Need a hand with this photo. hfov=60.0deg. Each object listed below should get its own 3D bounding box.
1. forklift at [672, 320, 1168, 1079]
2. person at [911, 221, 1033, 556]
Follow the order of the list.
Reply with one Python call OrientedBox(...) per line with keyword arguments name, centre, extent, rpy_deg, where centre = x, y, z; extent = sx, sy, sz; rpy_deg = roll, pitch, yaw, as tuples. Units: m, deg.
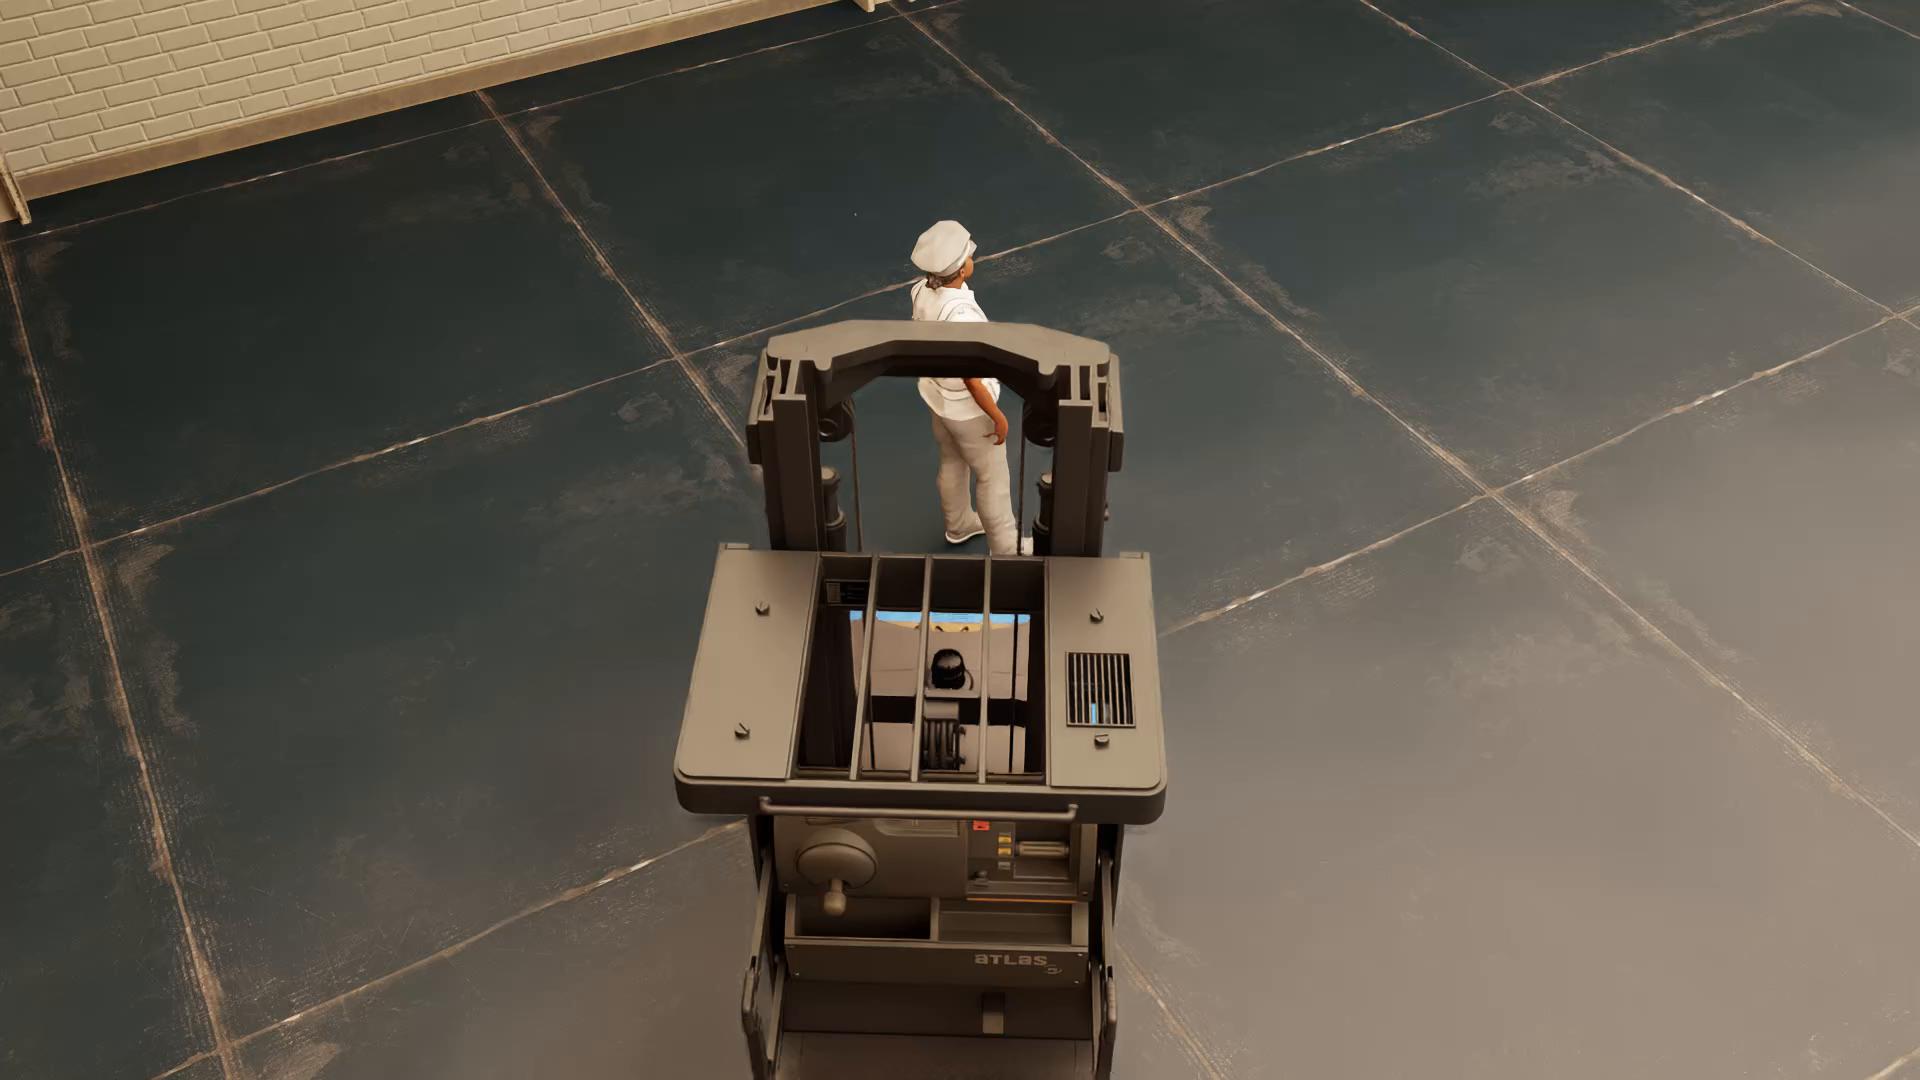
OrientedBox(name="forklift", centre=(-0.076, 0.979, 4.642), extent=(1.130, 2.935, 3.031), rpy_deg=(1, 43, 1))
OrientedBox(name="person", centre=(0.075, -0.640, 7.288), extent=(0.528, 1.694, 0.570), rpy_deg=(-21, 47, -21))
